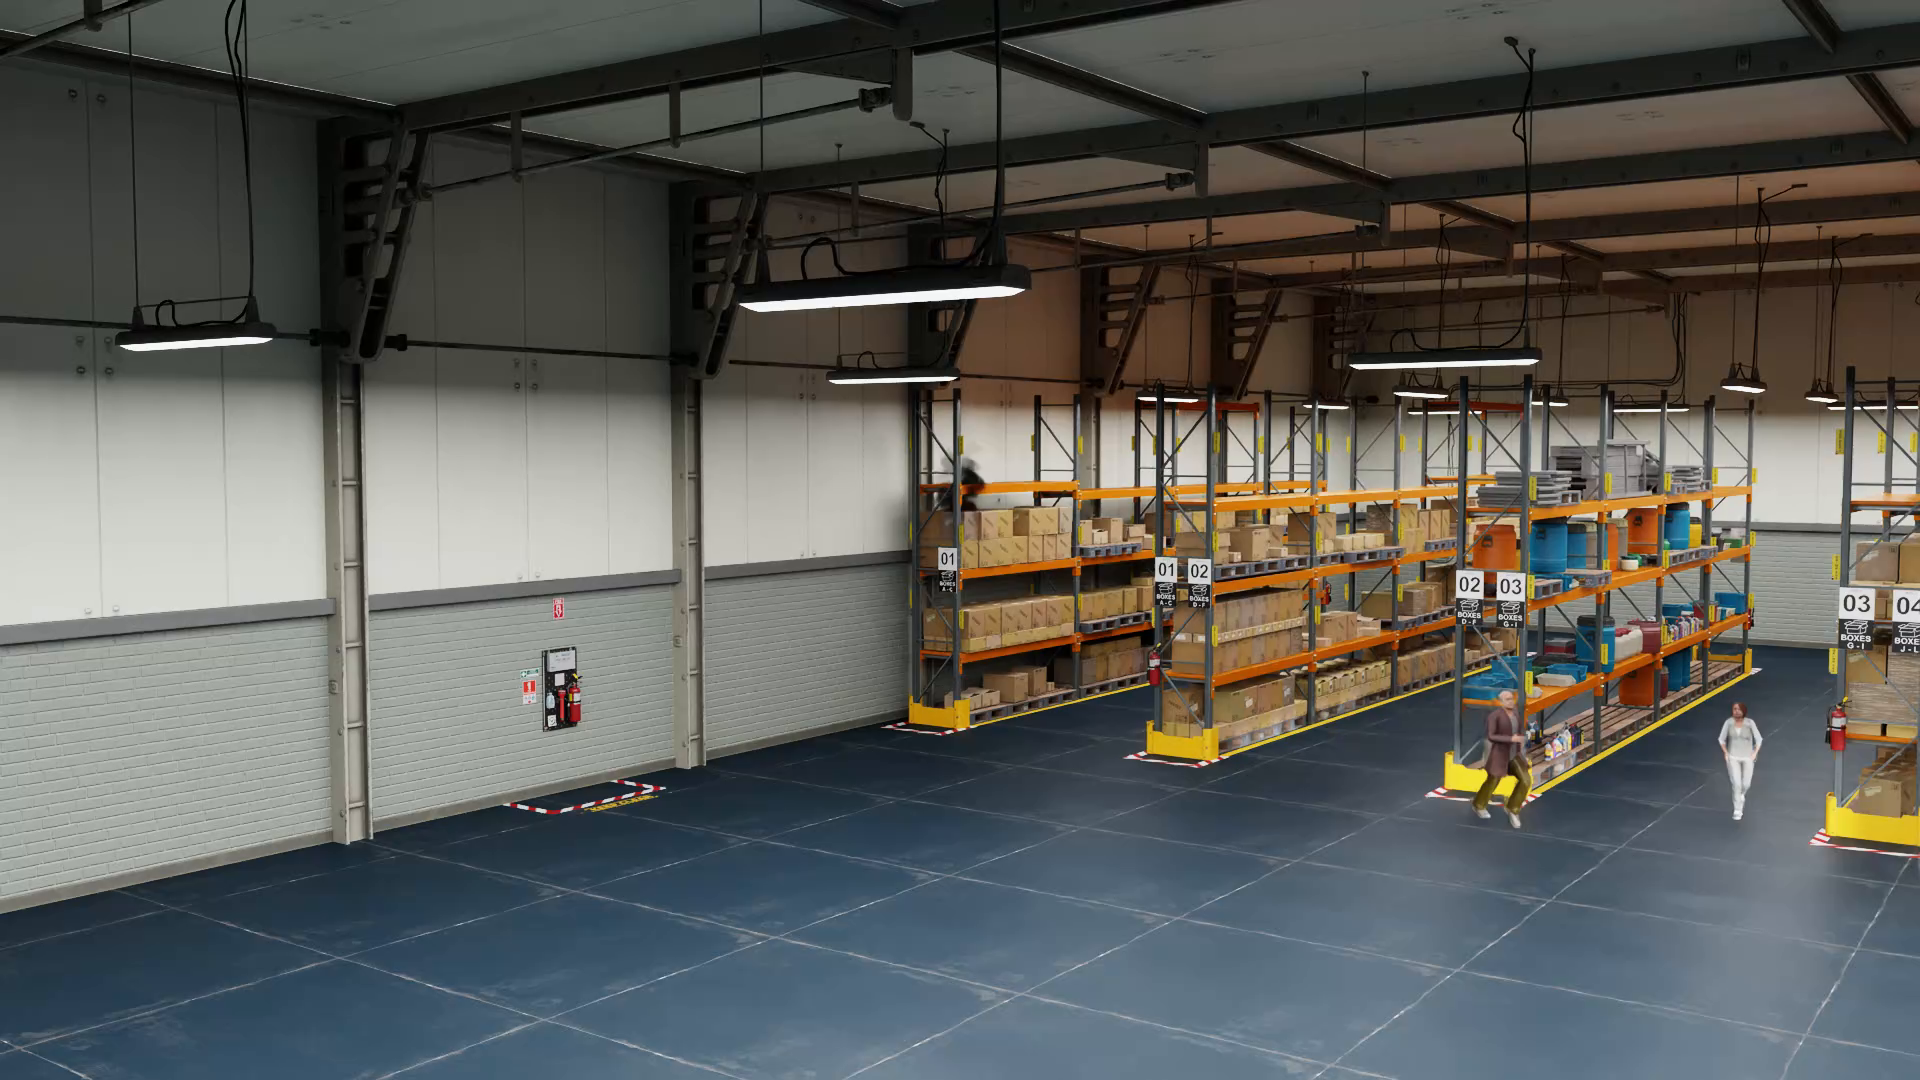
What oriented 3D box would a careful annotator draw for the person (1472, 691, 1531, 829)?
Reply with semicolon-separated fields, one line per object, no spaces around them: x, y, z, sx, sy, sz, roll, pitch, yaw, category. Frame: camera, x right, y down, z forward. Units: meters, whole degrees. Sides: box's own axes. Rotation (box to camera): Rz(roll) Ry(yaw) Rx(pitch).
7.178;2.870;21.880;0.728;1.807;0.962;-1;3;-19;person

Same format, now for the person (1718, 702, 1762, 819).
10.504;2.954;22.406;0.536;1.568;0.498;2;4;28;person
